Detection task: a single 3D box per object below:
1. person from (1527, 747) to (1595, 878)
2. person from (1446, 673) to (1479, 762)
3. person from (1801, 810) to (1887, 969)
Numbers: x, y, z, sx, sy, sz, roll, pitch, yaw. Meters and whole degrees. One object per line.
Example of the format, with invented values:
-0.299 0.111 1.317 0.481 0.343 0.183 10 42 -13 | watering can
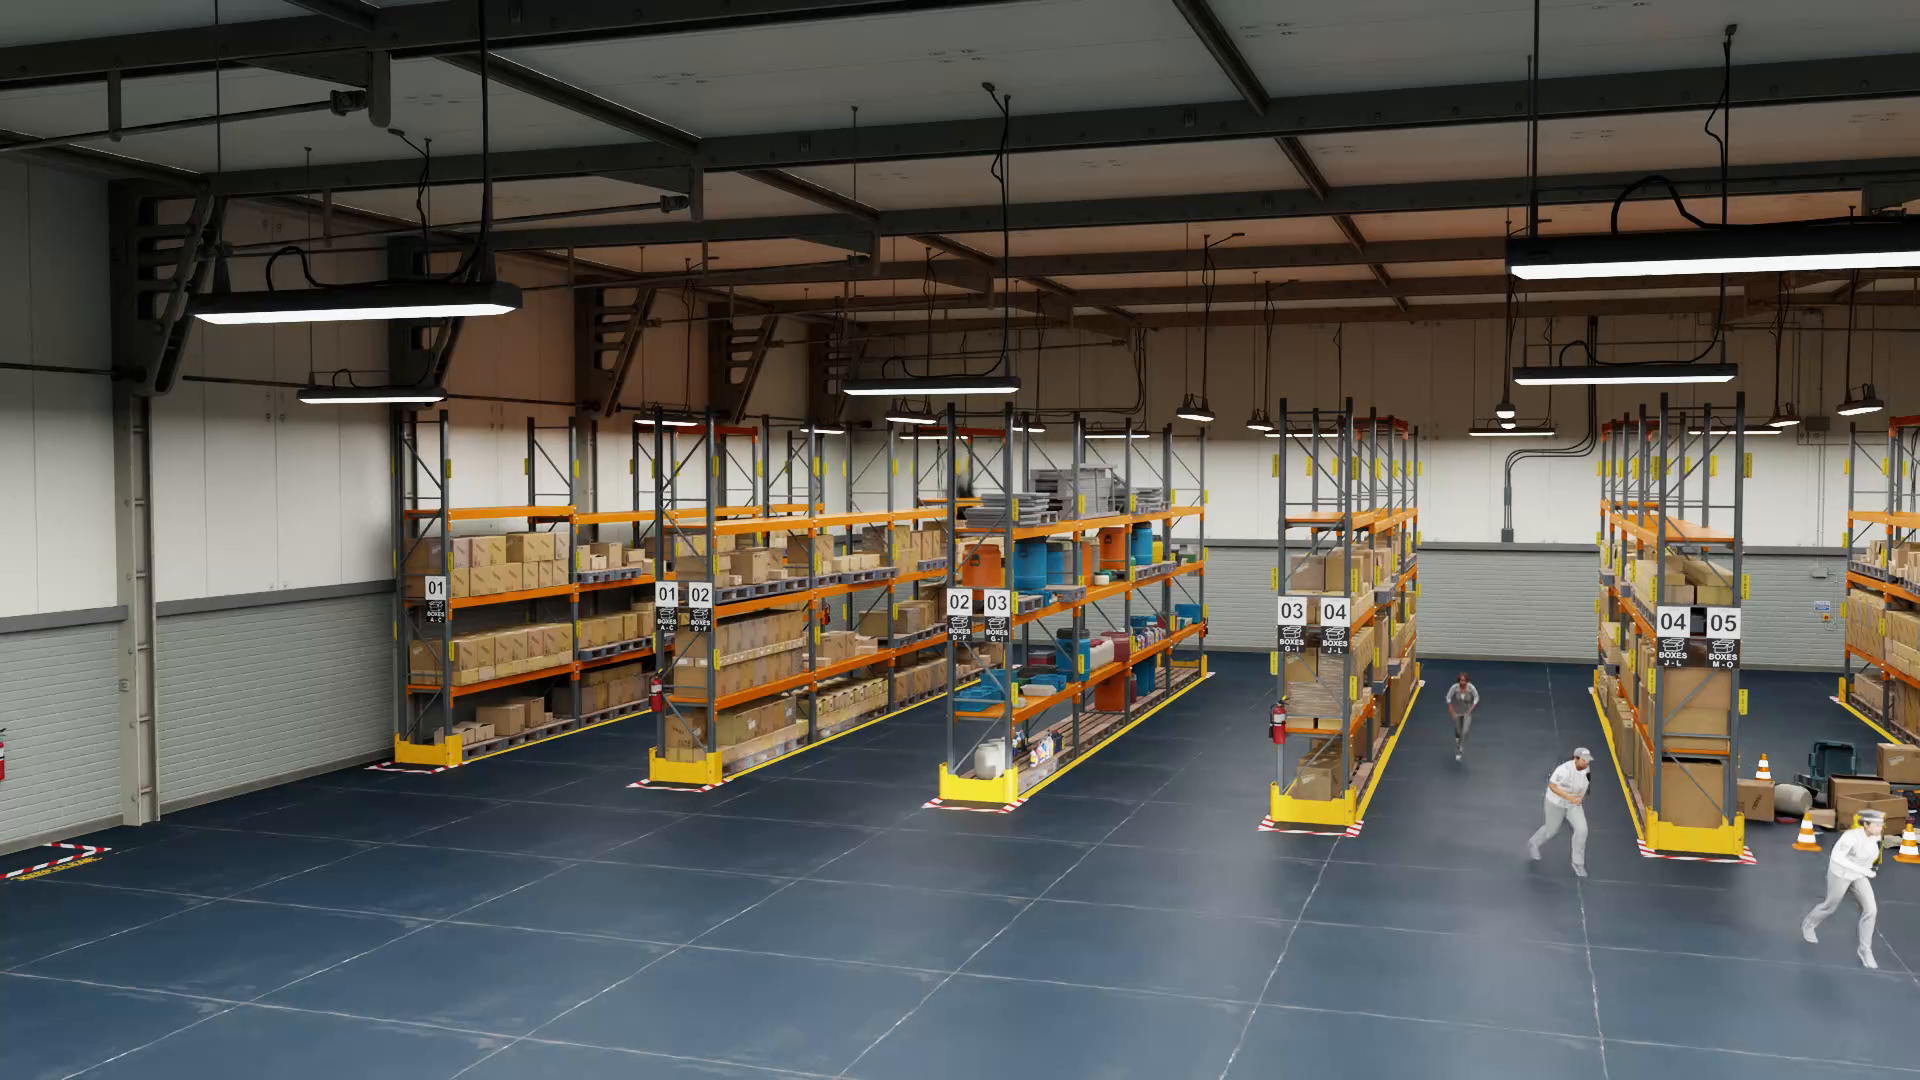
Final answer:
7.512 3.345 20.764 0.646 1.627 1.034 -1 3 -26 | person
8.655 3.030 28.678 0.538 1.544 0.794 0 2 10 | person
9.064 3.503 17.063 0.658 1.622 0.966 -1 3 -20 | person
